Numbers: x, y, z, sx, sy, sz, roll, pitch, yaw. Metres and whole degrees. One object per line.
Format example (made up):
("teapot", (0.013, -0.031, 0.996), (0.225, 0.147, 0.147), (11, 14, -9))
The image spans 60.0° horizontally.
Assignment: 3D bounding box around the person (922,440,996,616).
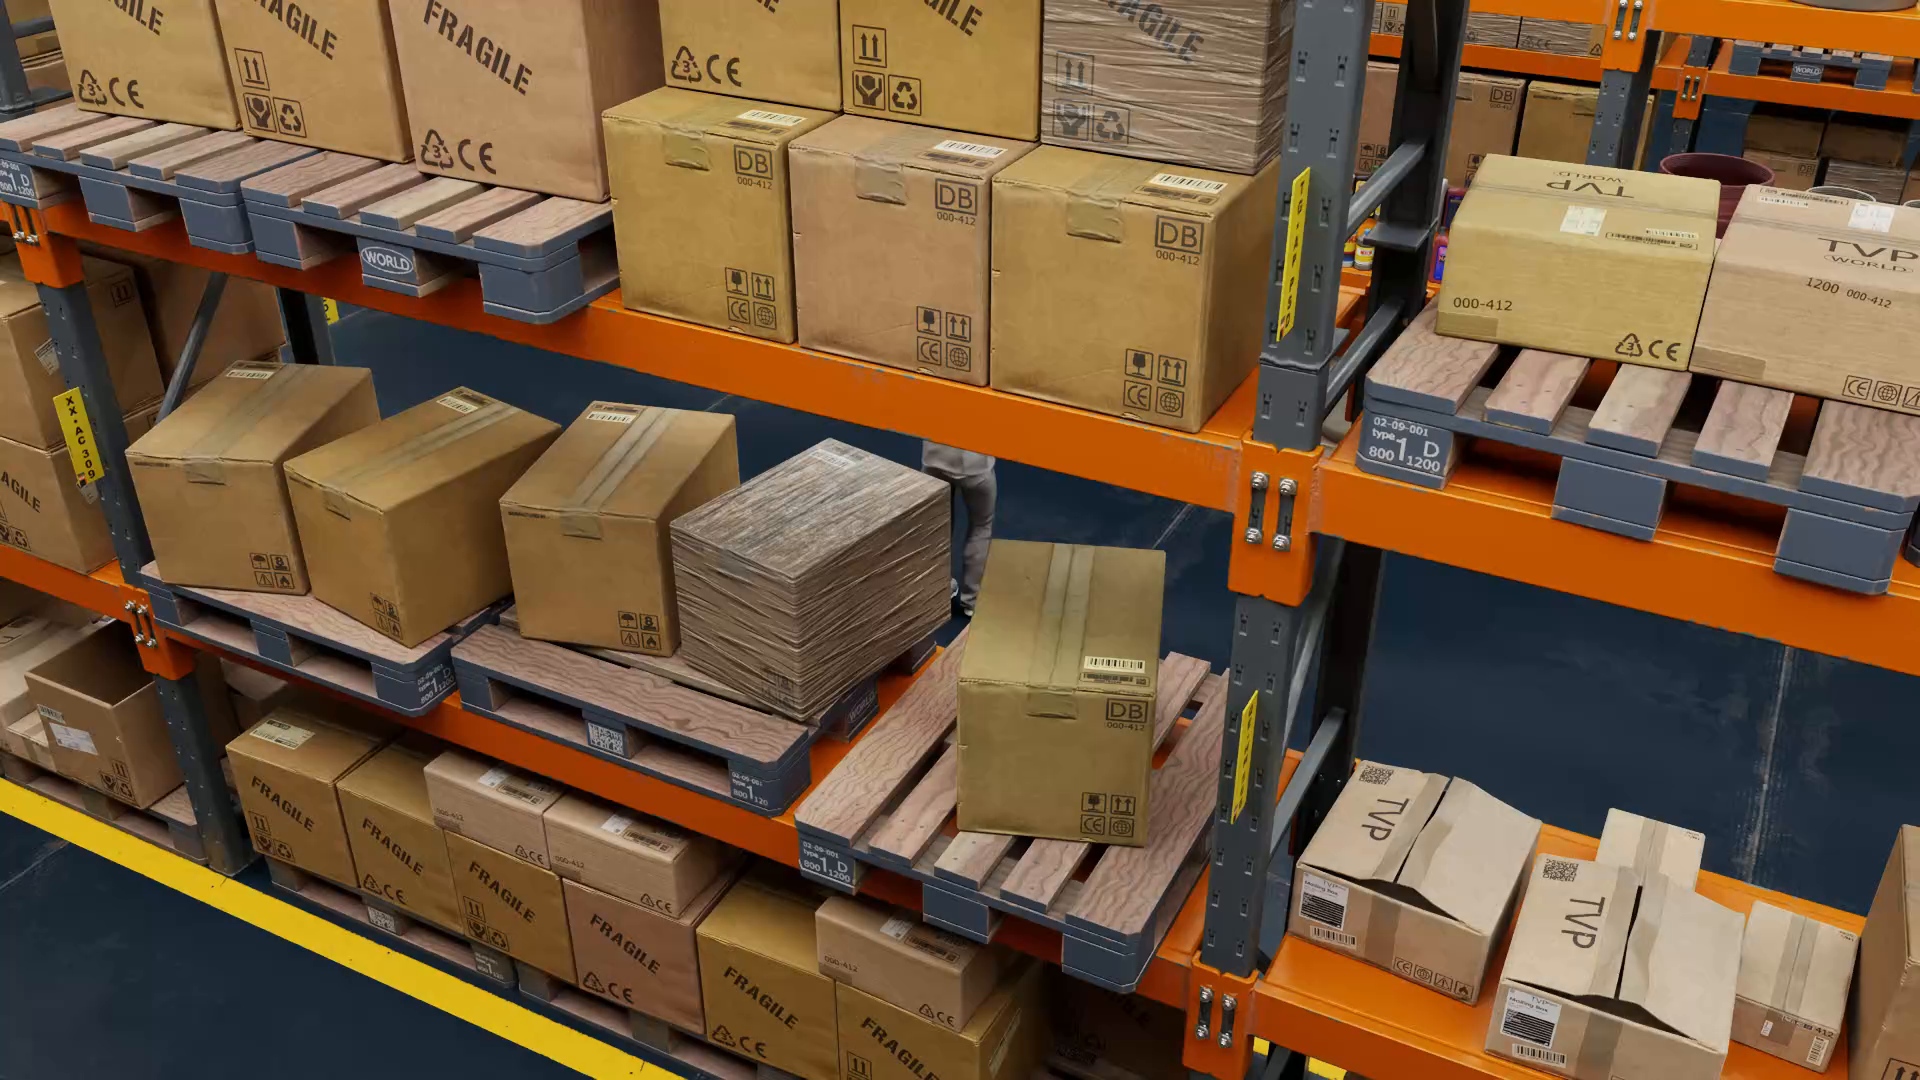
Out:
("person", (0.028, -0.393, 7.813), (0.375, 1.599, 0.499), (14, 33, 23))
